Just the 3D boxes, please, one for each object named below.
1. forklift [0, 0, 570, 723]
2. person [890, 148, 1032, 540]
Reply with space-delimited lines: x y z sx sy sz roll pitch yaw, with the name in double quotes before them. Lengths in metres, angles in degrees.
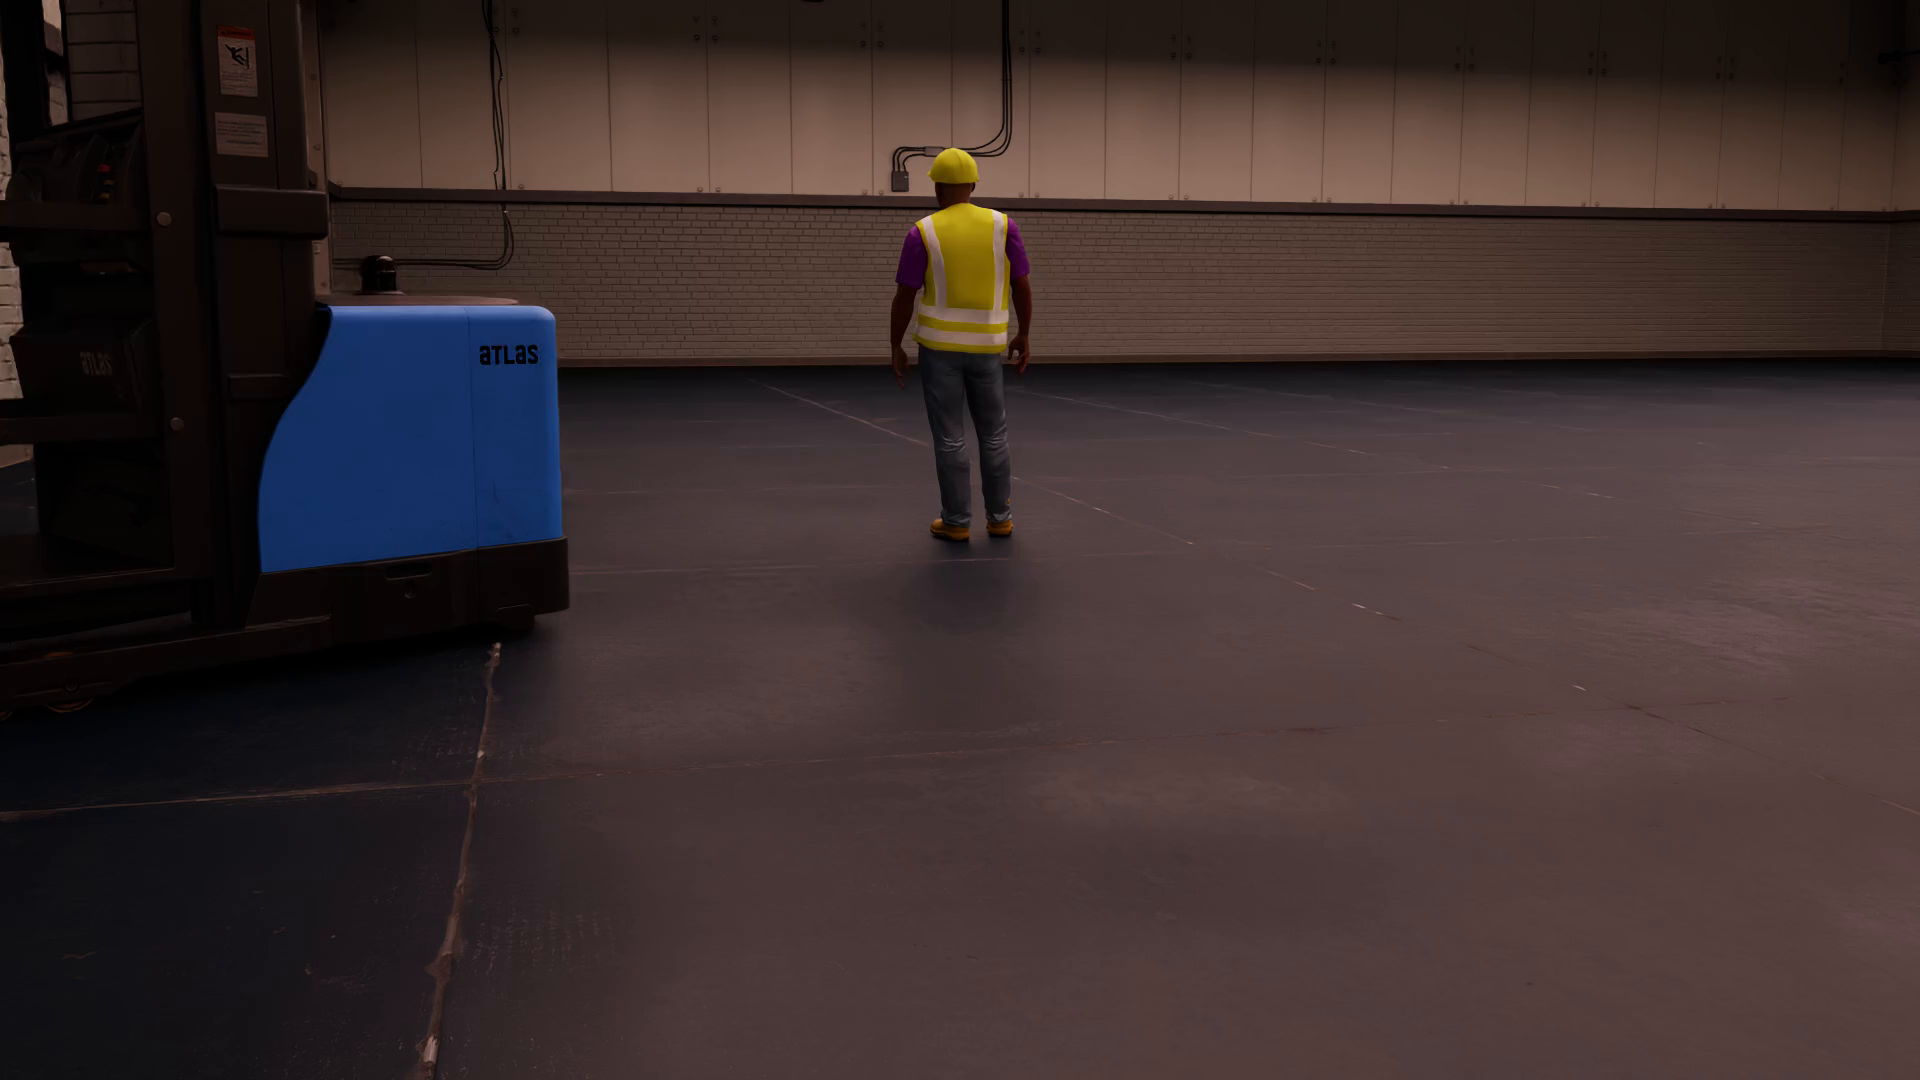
"forklift" -2.690 -1.051 4.645 1.130 2.935 3.031 8 11 43
"person" -0.011 -0.891 7.652 0.666 1.765 0.577 -2 8 -13
